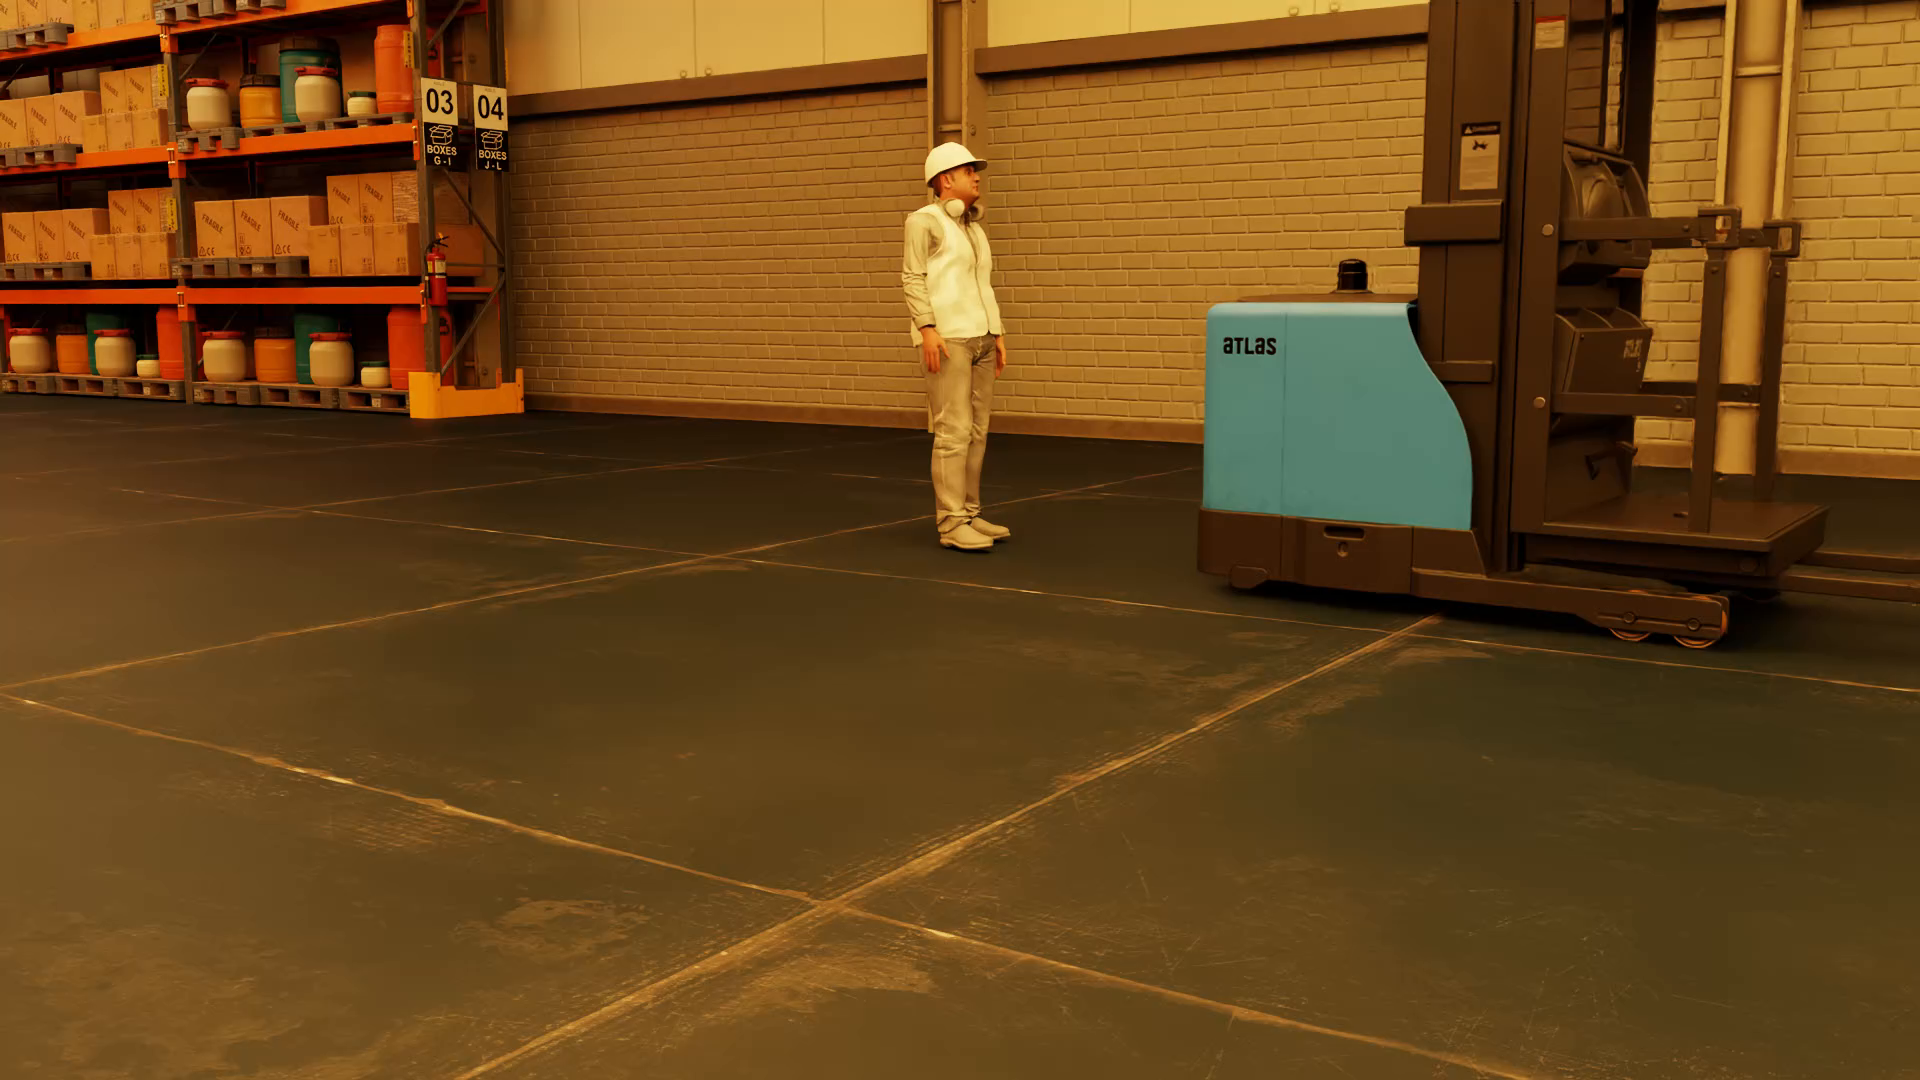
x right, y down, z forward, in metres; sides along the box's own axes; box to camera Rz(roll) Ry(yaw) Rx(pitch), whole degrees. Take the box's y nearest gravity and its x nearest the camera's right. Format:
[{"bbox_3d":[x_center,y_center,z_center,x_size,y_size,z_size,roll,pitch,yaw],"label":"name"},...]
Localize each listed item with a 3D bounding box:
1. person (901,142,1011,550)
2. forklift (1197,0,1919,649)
[{"bbox_3d":[0.048,-0.879,7.437,0.566,1.775,0.633,5,10,34],"label":"person"},{"bbox_3d":[2.387,-1.195,5.596,3.031,2.935,1.130,6,10,36],"label":"forklift"}]
